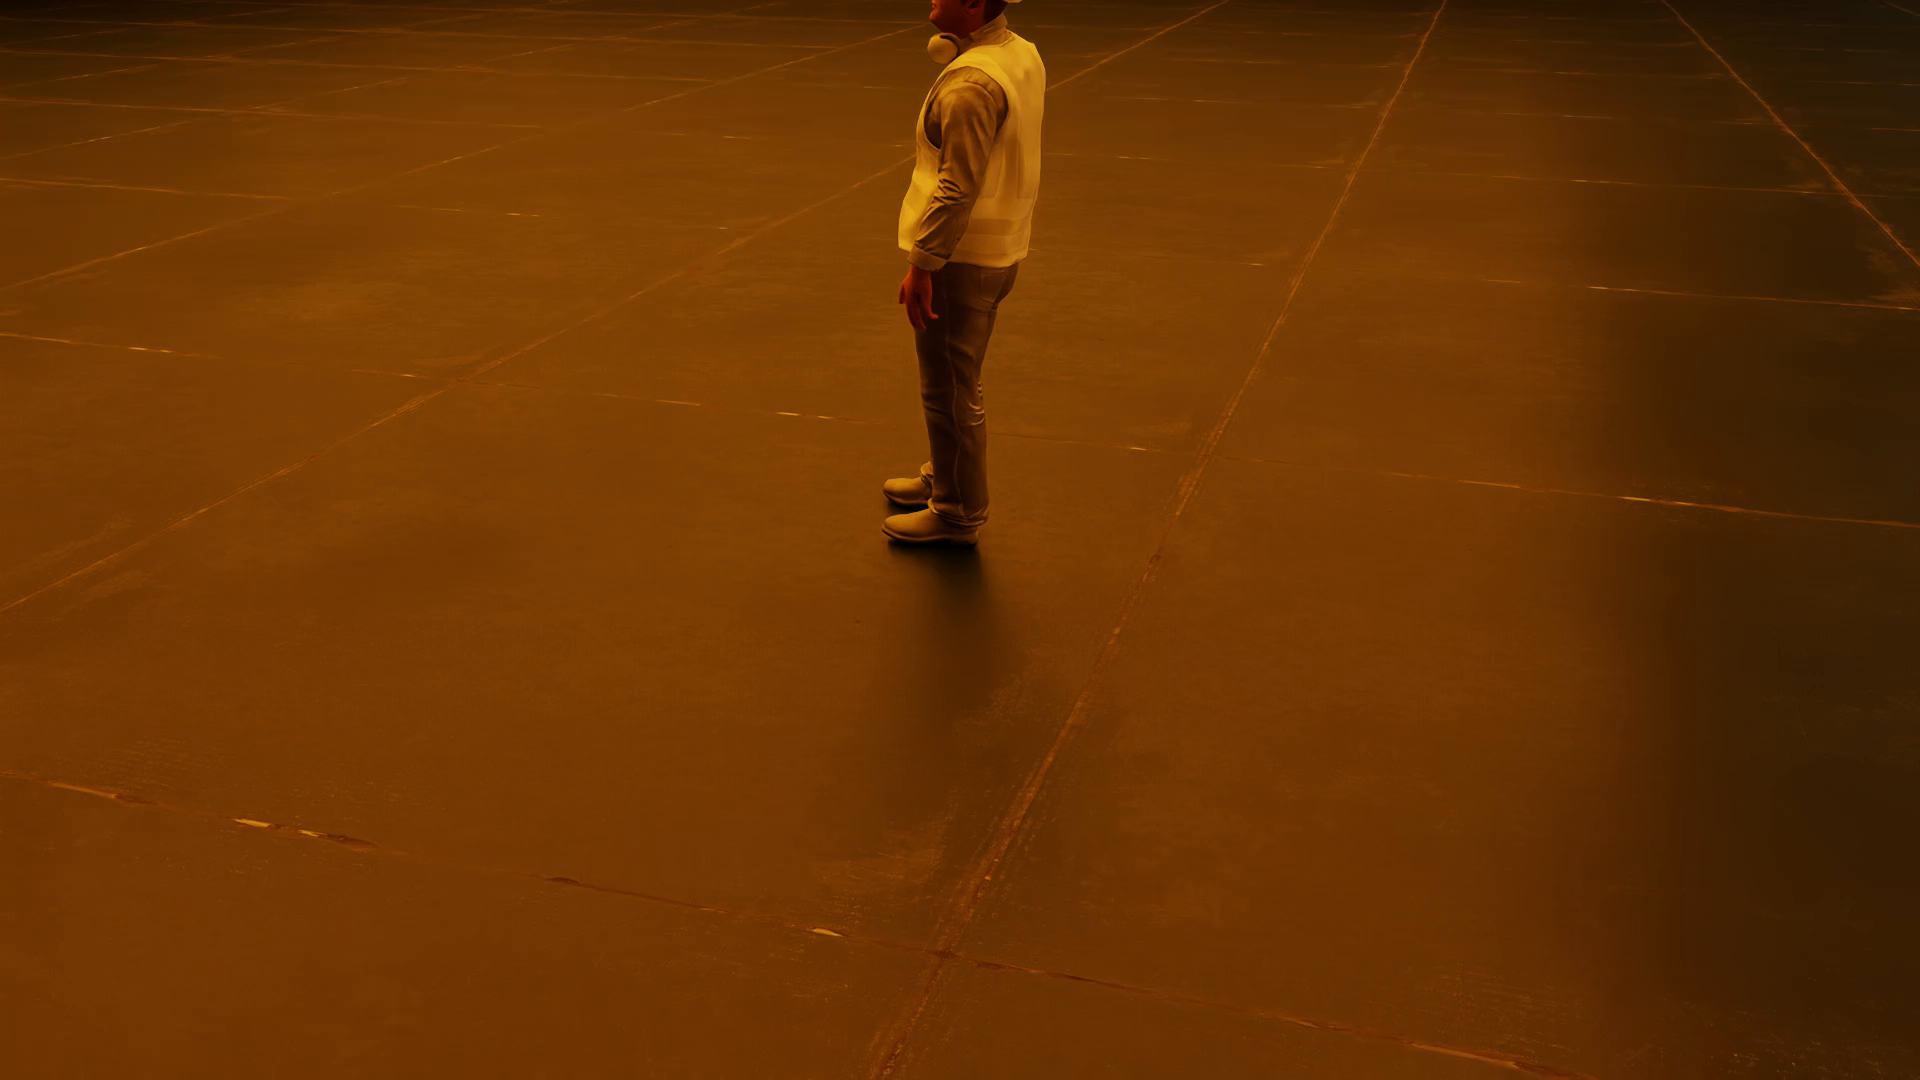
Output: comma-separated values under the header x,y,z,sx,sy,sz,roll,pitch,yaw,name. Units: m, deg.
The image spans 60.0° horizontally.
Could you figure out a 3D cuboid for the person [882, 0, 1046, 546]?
x,y,z,sx,sy,sz,roll,pitch,yaw,name
-0.056,-0.837,4.804,0.568,1.773,0.632,7,23,16,person
